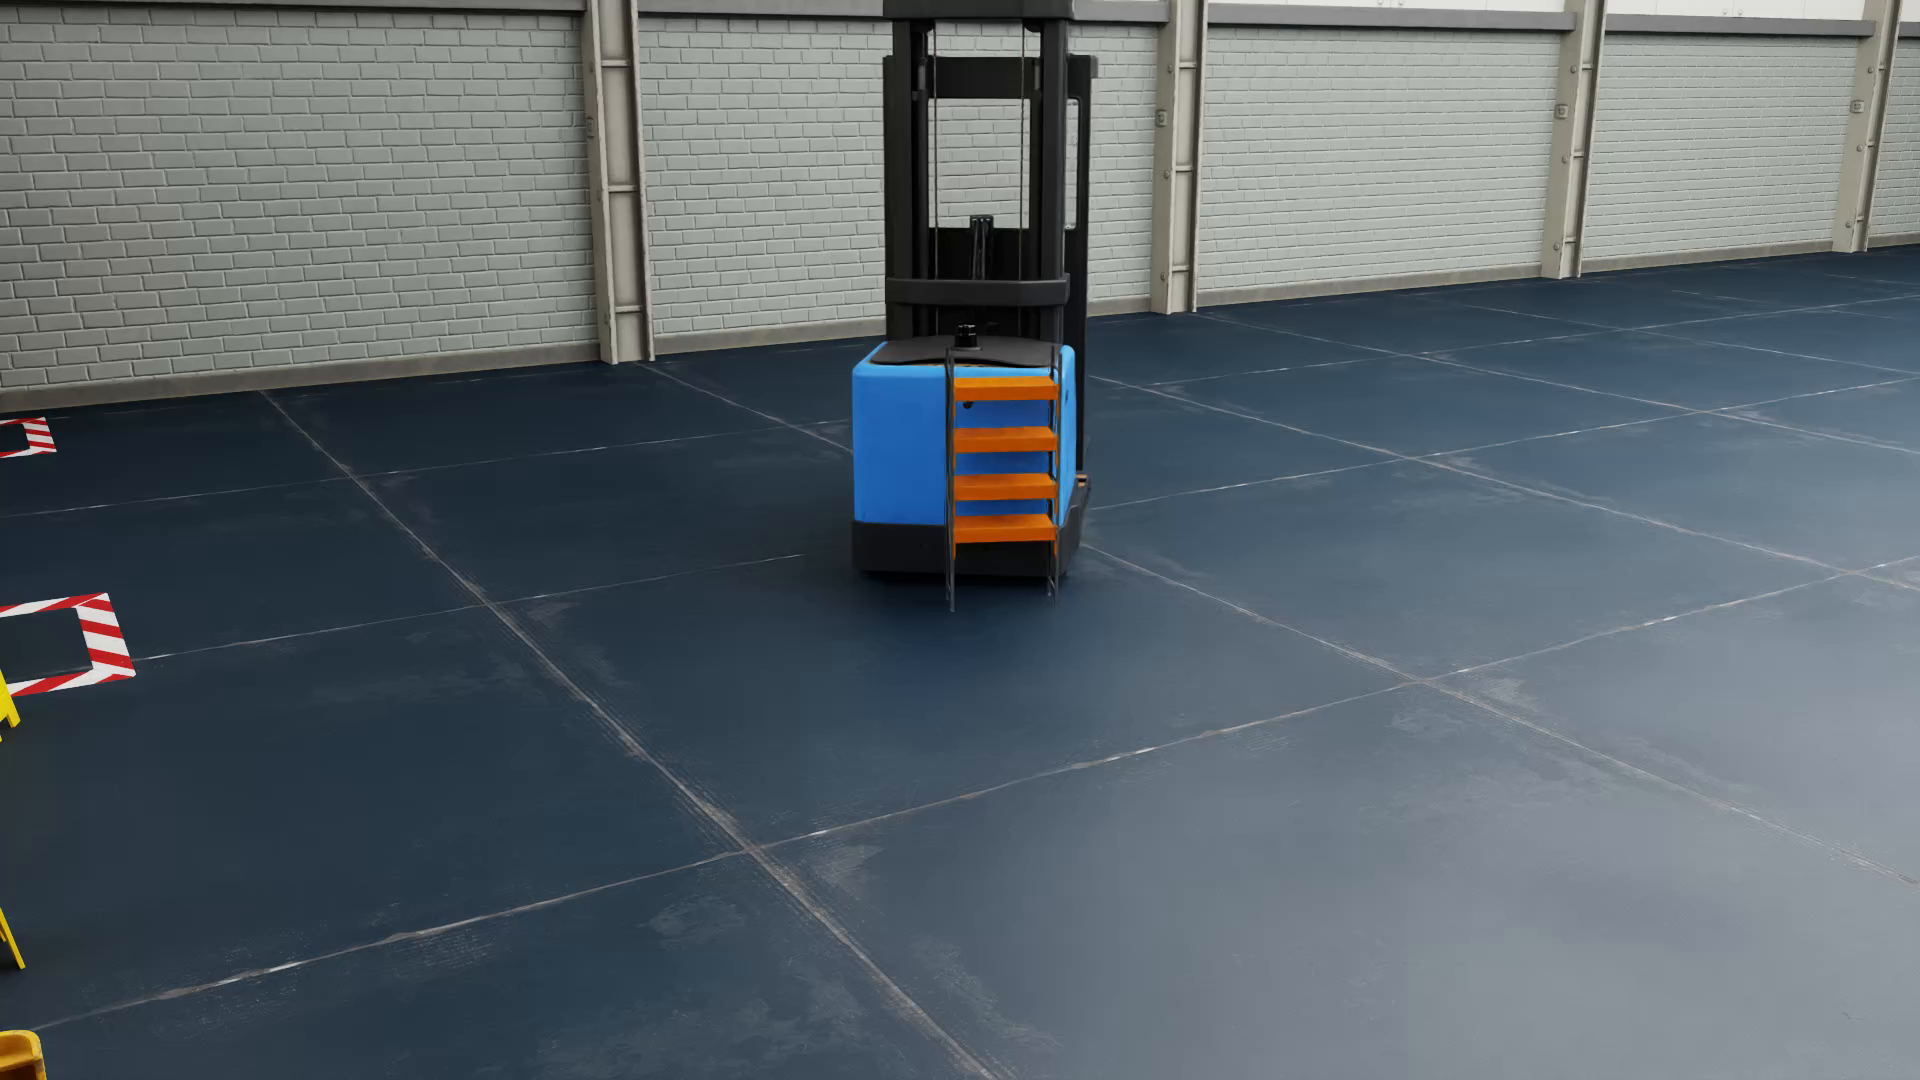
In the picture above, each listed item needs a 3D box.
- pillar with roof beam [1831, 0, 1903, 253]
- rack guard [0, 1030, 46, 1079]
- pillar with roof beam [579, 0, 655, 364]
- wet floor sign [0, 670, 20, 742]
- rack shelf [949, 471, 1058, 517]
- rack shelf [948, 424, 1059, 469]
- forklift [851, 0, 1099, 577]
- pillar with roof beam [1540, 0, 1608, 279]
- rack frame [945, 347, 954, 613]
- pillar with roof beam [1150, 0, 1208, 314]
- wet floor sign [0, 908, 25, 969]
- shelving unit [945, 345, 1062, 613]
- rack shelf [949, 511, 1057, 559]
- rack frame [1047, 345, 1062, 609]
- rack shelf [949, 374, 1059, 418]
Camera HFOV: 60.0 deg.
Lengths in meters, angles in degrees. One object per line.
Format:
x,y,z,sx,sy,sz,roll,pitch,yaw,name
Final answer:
14.742,-7.413,18.682,0.400,9.000,9.100,-9,18,-30,pillar with roof beam
-1.770,1.407,2.964,0.348,0.500,1.175,-9,18,-30,rack guard
-0.687,-4.911,9.756,0.400,9.000,9.100,-9,18,-30,pillar with roof beam
-3.713,0.430,6.179,0.232,0.644,0.267,-3,16,-11,wet floor sign
0.195,-0.216,7.706,0.480,0.148,0.258,-2,16,-6,rack shelf
0.195,-0.431,7.645,0.480,0.148,0.258,-2,16,-6,rack shelf
0.174,-1.582,9.123,1.130,2.935,3.031,2,16,7,forklift
9.599,-6.579,15.707,0.400,9.000,9.100,-9,18,-30,pillar with roof beam
-0.047,-0.274,7.663,0.015,1.200,0.240,-2,16,-6,rack frame
4.456,-5.745,12.732,0.400,9.000,9.100,-9,18,-30,pillar with roof beam
-2.786,0.878,4.581,0.232,0.644,0.267,-13,20,-39,wet floor sign
0.195,-0.280,7.687,0.503,1.200,0.258,-2,16,-6,shelving unit
0.195,-0.024,7.759,0.480,0.148,0.258,-2,16,-6,rack shelf
0.438,-0.287,7.712,0.015,1.200,0.240,-2,16,-6,rack frame
0.195,-0.659,7.581,0.480,0.148,0.258,-2,16,-6,rack shelf
